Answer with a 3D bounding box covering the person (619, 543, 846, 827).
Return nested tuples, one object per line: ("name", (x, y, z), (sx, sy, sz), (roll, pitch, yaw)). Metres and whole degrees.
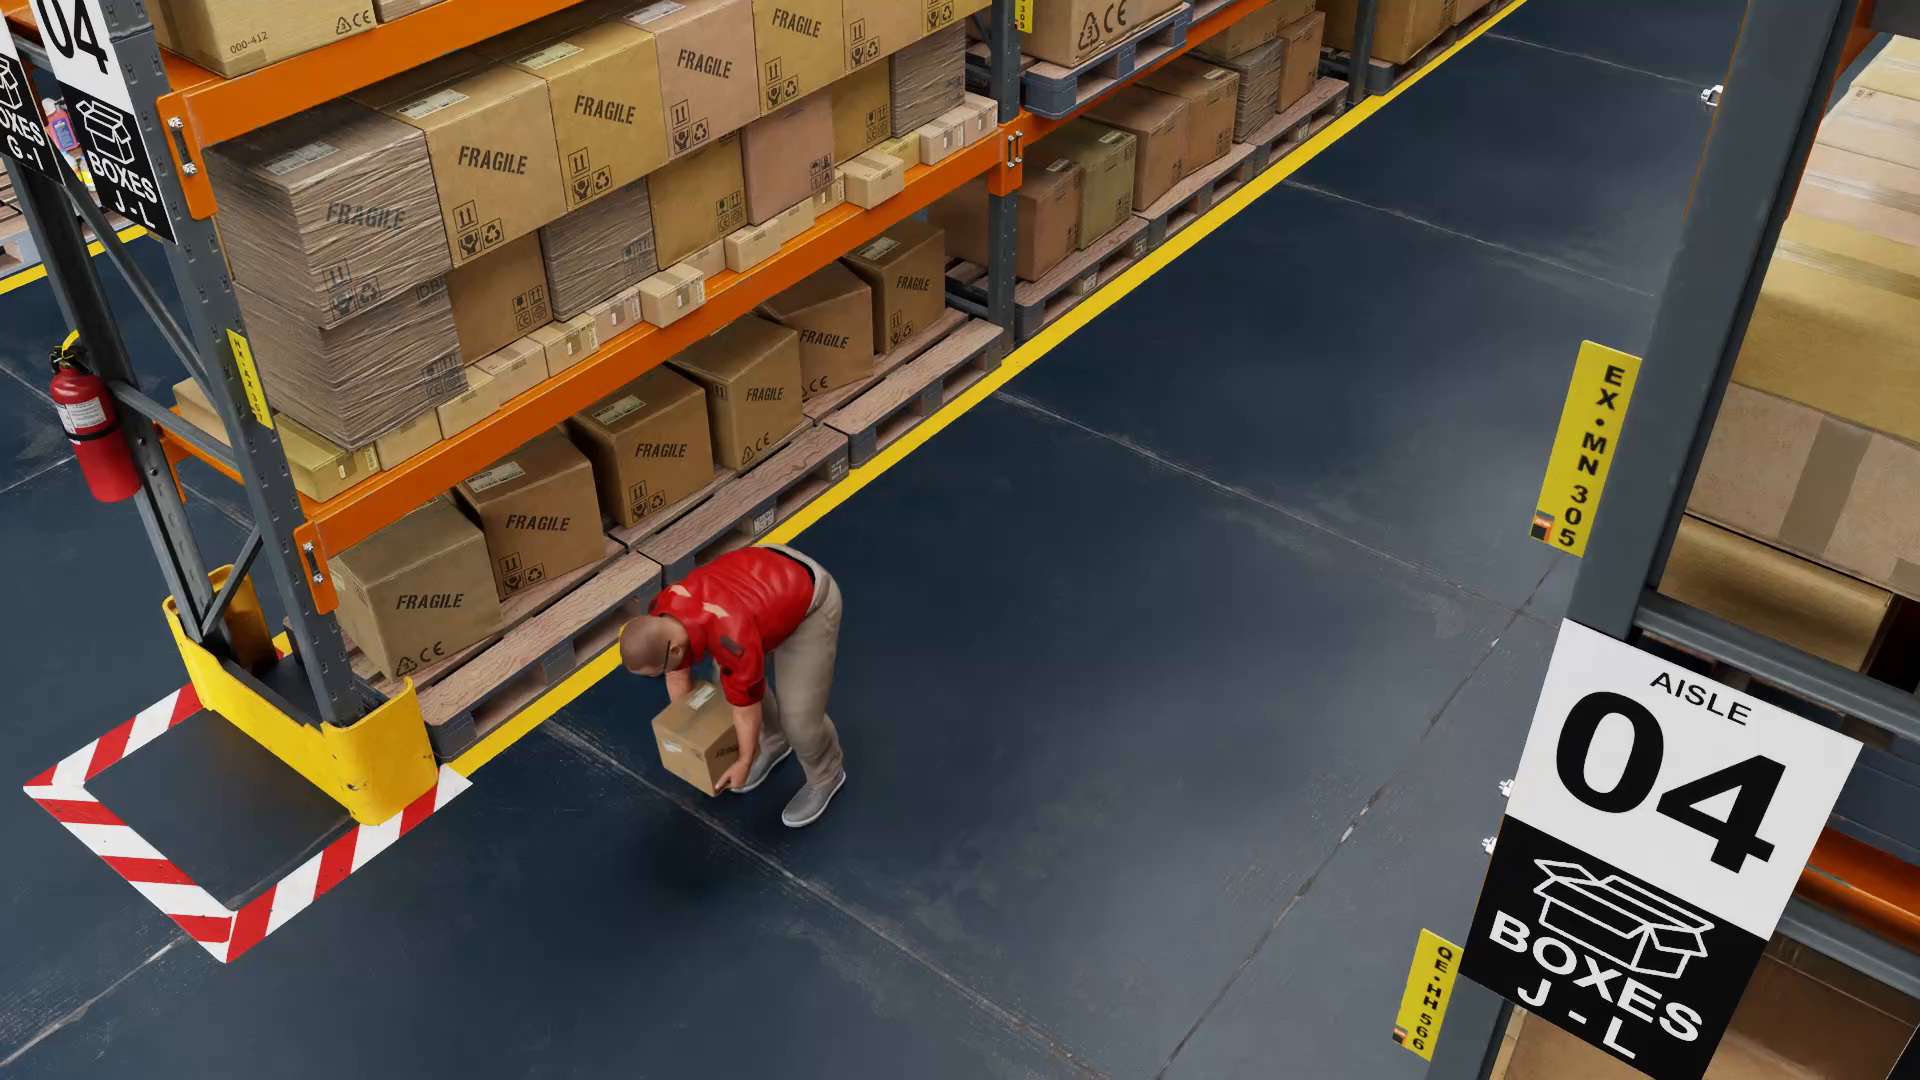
("person", (-0.789, 0.559, 5.860), (0.482, 1.245, 0.925), (24, 45, 27))
